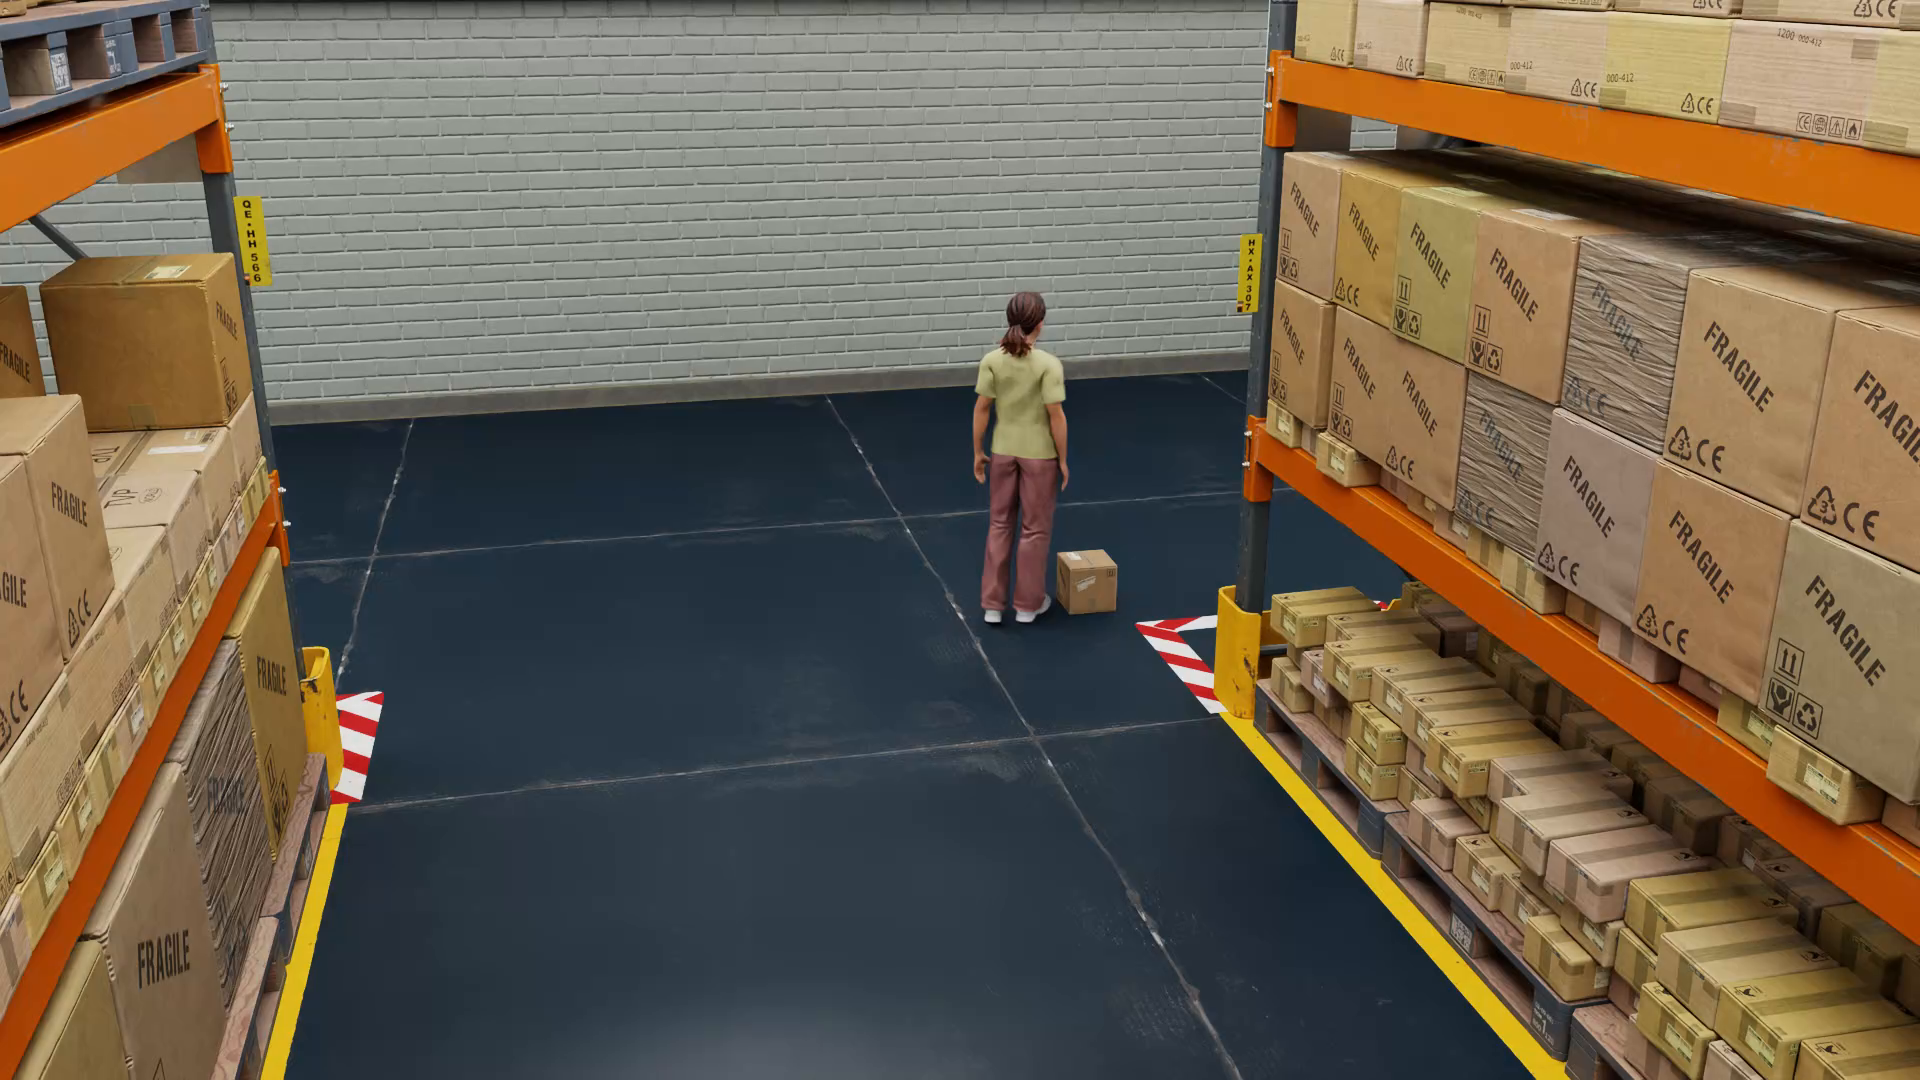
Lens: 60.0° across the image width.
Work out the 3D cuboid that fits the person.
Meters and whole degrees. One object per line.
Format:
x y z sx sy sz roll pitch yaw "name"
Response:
0.320 -0.398 8.164 0.473 1.675 0.424 9 22 24 "person"
